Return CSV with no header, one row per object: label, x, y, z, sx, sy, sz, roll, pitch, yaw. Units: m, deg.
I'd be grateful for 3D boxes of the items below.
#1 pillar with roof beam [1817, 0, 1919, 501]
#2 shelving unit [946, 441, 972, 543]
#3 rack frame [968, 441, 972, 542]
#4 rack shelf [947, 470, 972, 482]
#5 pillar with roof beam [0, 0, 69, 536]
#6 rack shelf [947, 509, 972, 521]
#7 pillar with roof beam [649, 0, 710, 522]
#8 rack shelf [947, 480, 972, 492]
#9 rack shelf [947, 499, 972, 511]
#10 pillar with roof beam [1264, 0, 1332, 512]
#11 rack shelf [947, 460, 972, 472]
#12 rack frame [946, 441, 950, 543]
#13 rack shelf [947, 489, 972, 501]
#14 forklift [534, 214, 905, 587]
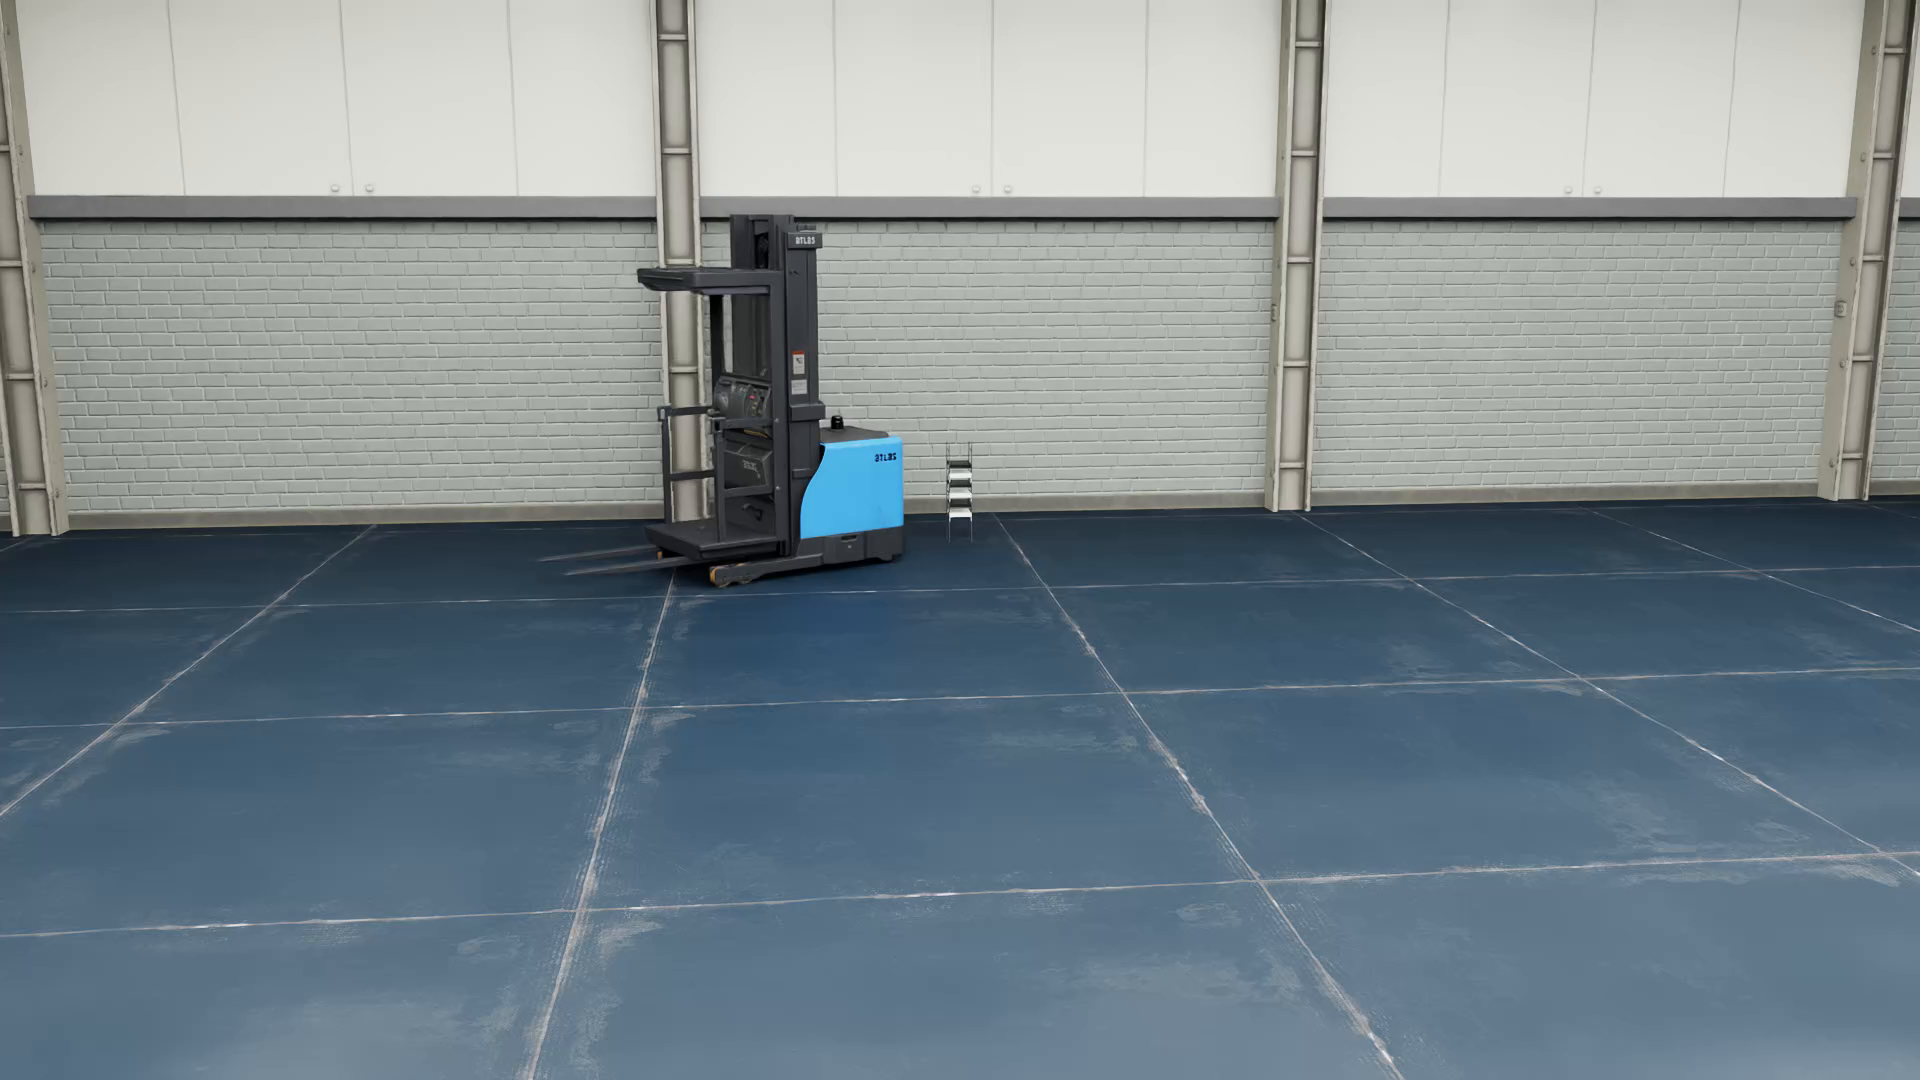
pillar with roof beam,9.748,-4.033,12.439,0.400,9.000,9.100,-1,11,-6
shelving unit,-0.008,-0.441,15.162,0.210,0.900,0.258,-1,11,-6
rack frame,0.093,-0.443,15.173,0.006,0.900,0.240,-1,11,-6
rack shelf,-0.008,-0.585,15.134,0.200,0.077,0.258,-1,11,-6
pillar with roof beam,-8.147,-3.658,10.531,0.400,9.000,9.100,-1,11,-6
rack shelf,-0.008,-0.232,15.203,0.200,0.077,0.258,-1,11,-6
pillar with roof beam,-2.182,-3.783,11.167,0.400,9.000,9.100,-1,11,-6
rack shelf,-0.008,-0.497,15.151,0.200,0.077,0.258,-1,11,-6
rack shelf,-0.008,-0.320,15.186,0.200,0.077,0.258,-1,11,-6
pillar with roof beam,3.783,-3.908,11.803,0.400,9.000,9.100,-1,11,-6
rack shelf,-0.008,-0.674,15.117,0.200,0.077,0.258,-1,11,-6
rack frame,-0.109,-0.439,15.152,0.006,0.900,0.240,-1,11,-6
rack shelf,-0.008,-0.409,15.169,0.200,0.077,0.258,-1,11,-6
forklift,-1.972,-1.175,13.630,3.031,2.935,1.130,-8,14,-34
